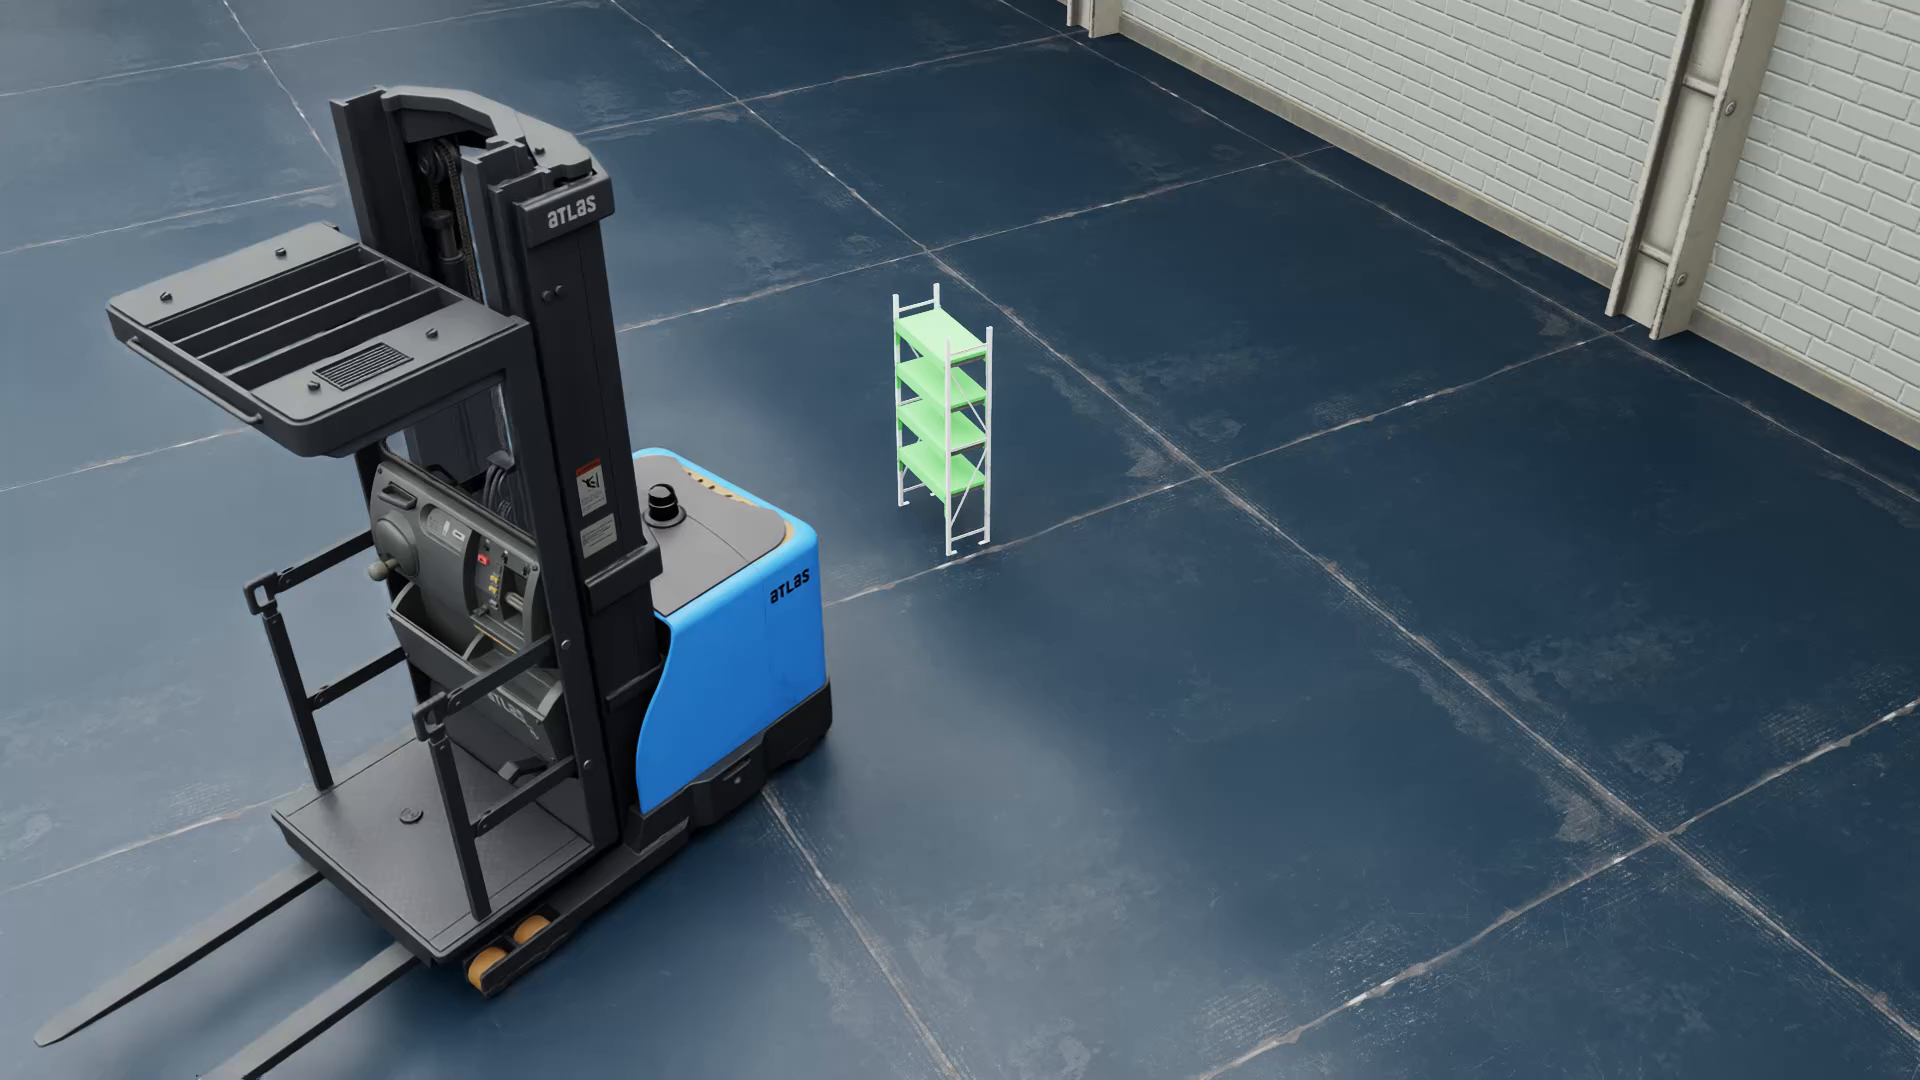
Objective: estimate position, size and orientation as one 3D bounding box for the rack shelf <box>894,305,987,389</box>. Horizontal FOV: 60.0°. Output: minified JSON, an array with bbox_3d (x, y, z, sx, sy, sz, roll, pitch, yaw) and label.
[{"bbox_3d":[-0.083,-0.905,7.766,0.258,0.148,0.480,-19,40,-24],"label":"rack shelf"}]

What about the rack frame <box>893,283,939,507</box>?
[{"bbox_3d":[-0.206,-0.693,8.182,0.240,1.200,0.015,-19,40,-24],"label":"rack frame"}]

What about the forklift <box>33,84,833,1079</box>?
[{"bbox_3d":[-1.881,0.116,5.606,1.130,2.935,3.031,27,44,32],"label":"forklift"}]

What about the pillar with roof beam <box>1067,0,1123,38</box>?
[{"bbox_3d":[-2.573,-6.749,9.861,9.100,9.000,0.400,-19,40,-24],"label":"pillar with roof beam"}]

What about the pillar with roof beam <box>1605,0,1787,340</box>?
[{"bbox_3d":[0.441,-3.689,5.671,9.100,9.000,0.400,-19,40,-24],"label":"pillar with roof beam"}]

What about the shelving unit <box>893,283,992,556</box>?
[{"bbox_3d":[-0.083,-0.569,8.012,0.258,1.200,0.503,-19,40,-24],"label":"shelving unit"}]

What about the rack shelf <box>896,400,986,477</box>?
[{"bbox_3d":[-0.083,-0.517,8.049,0.258,0.148,0.480,-19,40,-24],"label":"rack shelf"}]

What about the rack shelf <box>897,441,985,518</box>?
[{"bbox_3d":[-0.083,-0.324,8.191,0.258,0.148,0.480,-19,40,-24],"label":"rack shelf"}]

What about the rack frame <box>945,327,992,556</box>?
[{"bbox_3d":[0.039,-0.445,7.841,0.240,1.200,0.015,-19,40,-24],"label":"rack frame"}]

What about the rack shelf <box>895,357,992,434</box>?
[{"bbox_3d":[-0.083,-0.711,7.908,0.258,0.148,0.480,-19,40,-24],"label":"rack shelf"}]
